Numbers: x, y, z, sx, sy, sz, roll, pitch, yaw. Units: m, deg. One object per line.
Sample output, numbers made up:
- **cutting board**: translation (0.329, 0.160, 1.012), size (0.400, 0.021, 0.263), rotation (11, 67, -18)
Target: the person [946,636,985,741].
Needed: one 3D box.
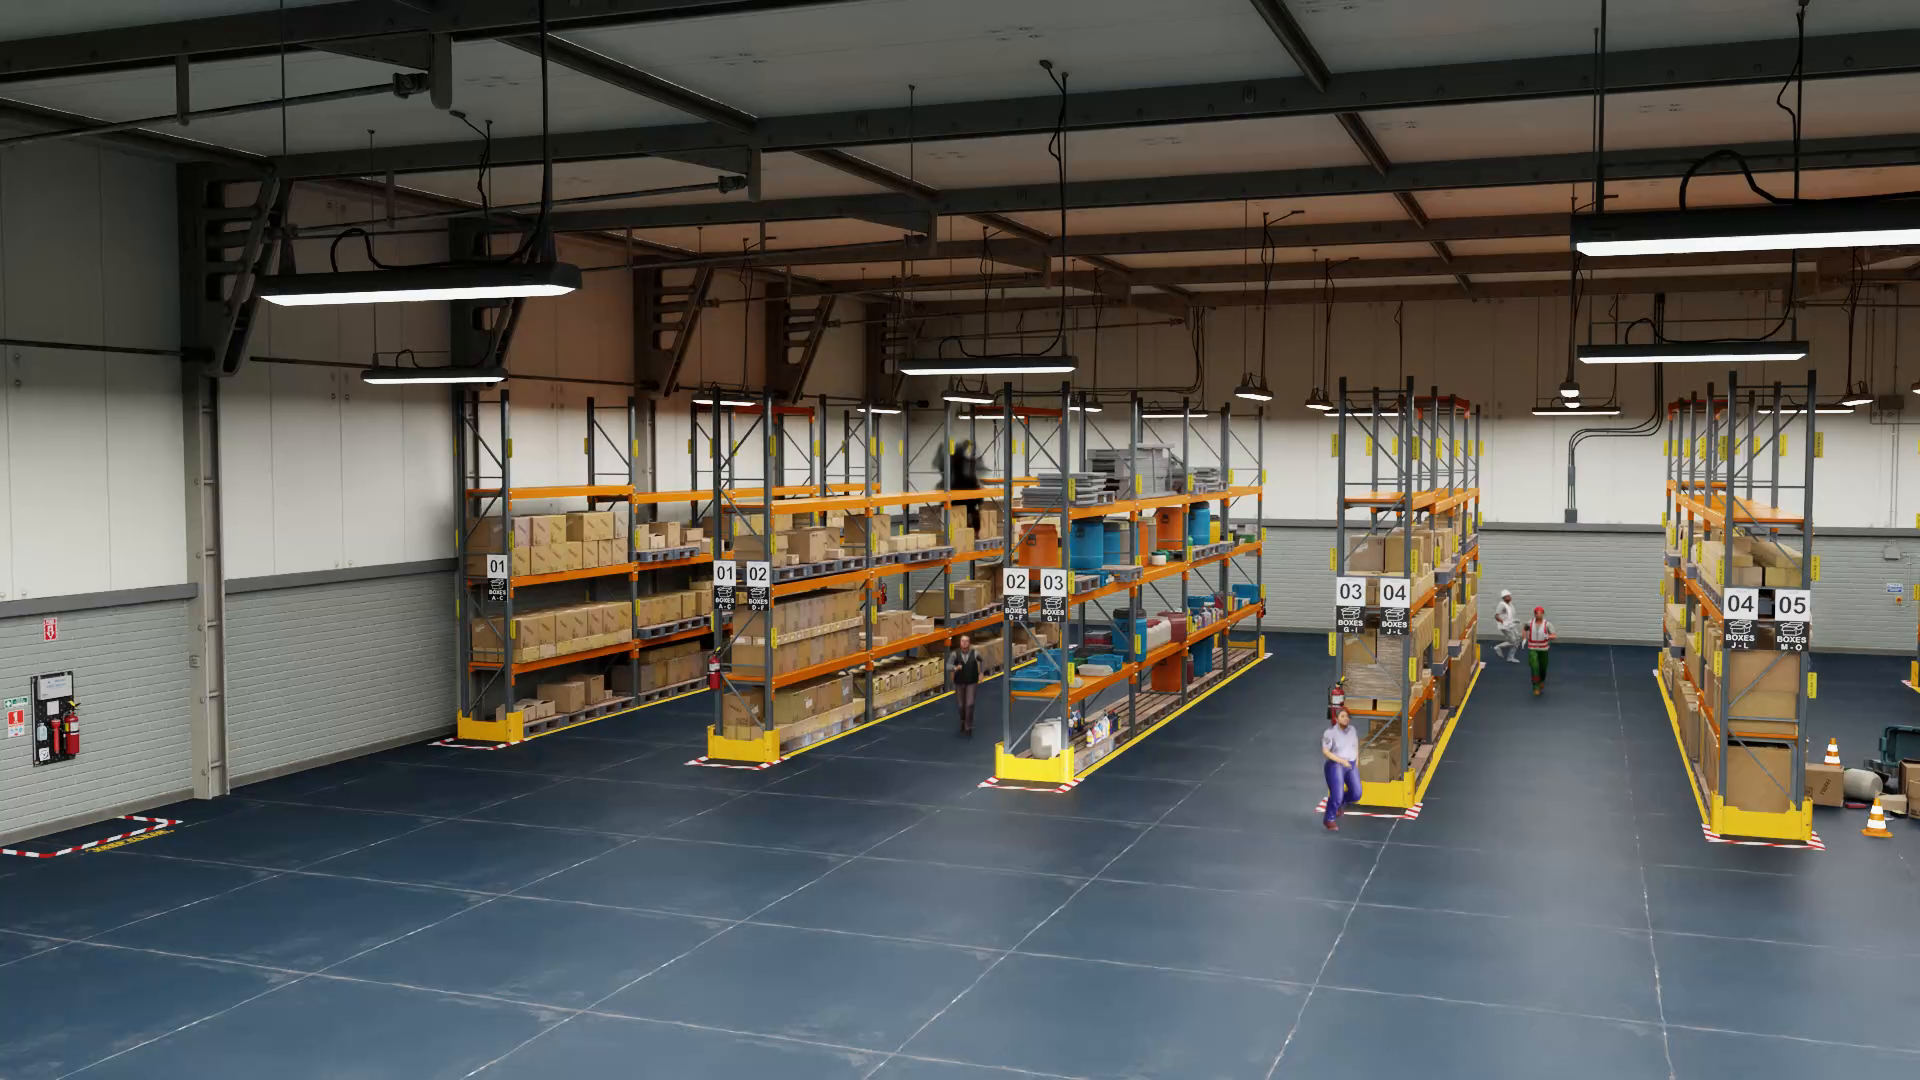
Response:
- **person**: translation (0.091, 2.540, 28.895), size (0.658, 1.775, 0.828), rotation (0, 3, 7)

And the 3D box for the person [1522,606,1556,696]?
- **person**: translation (11.727, 2.222, 33.691), size (0.662, 1.769, 0.955), rotation (1, 3, 21)

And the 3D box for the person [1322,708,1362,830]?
- **person**: translation (5.036, 3.008, 21.805), size (0.635, 1.606, 0.612), rotation (-1, 3, -21)

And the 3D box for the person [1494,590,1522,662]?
- **person**: translation (12.736, 2.016, 38.831), size (0.578, 1.720, 0.715), rotation (3, 4, 39)
